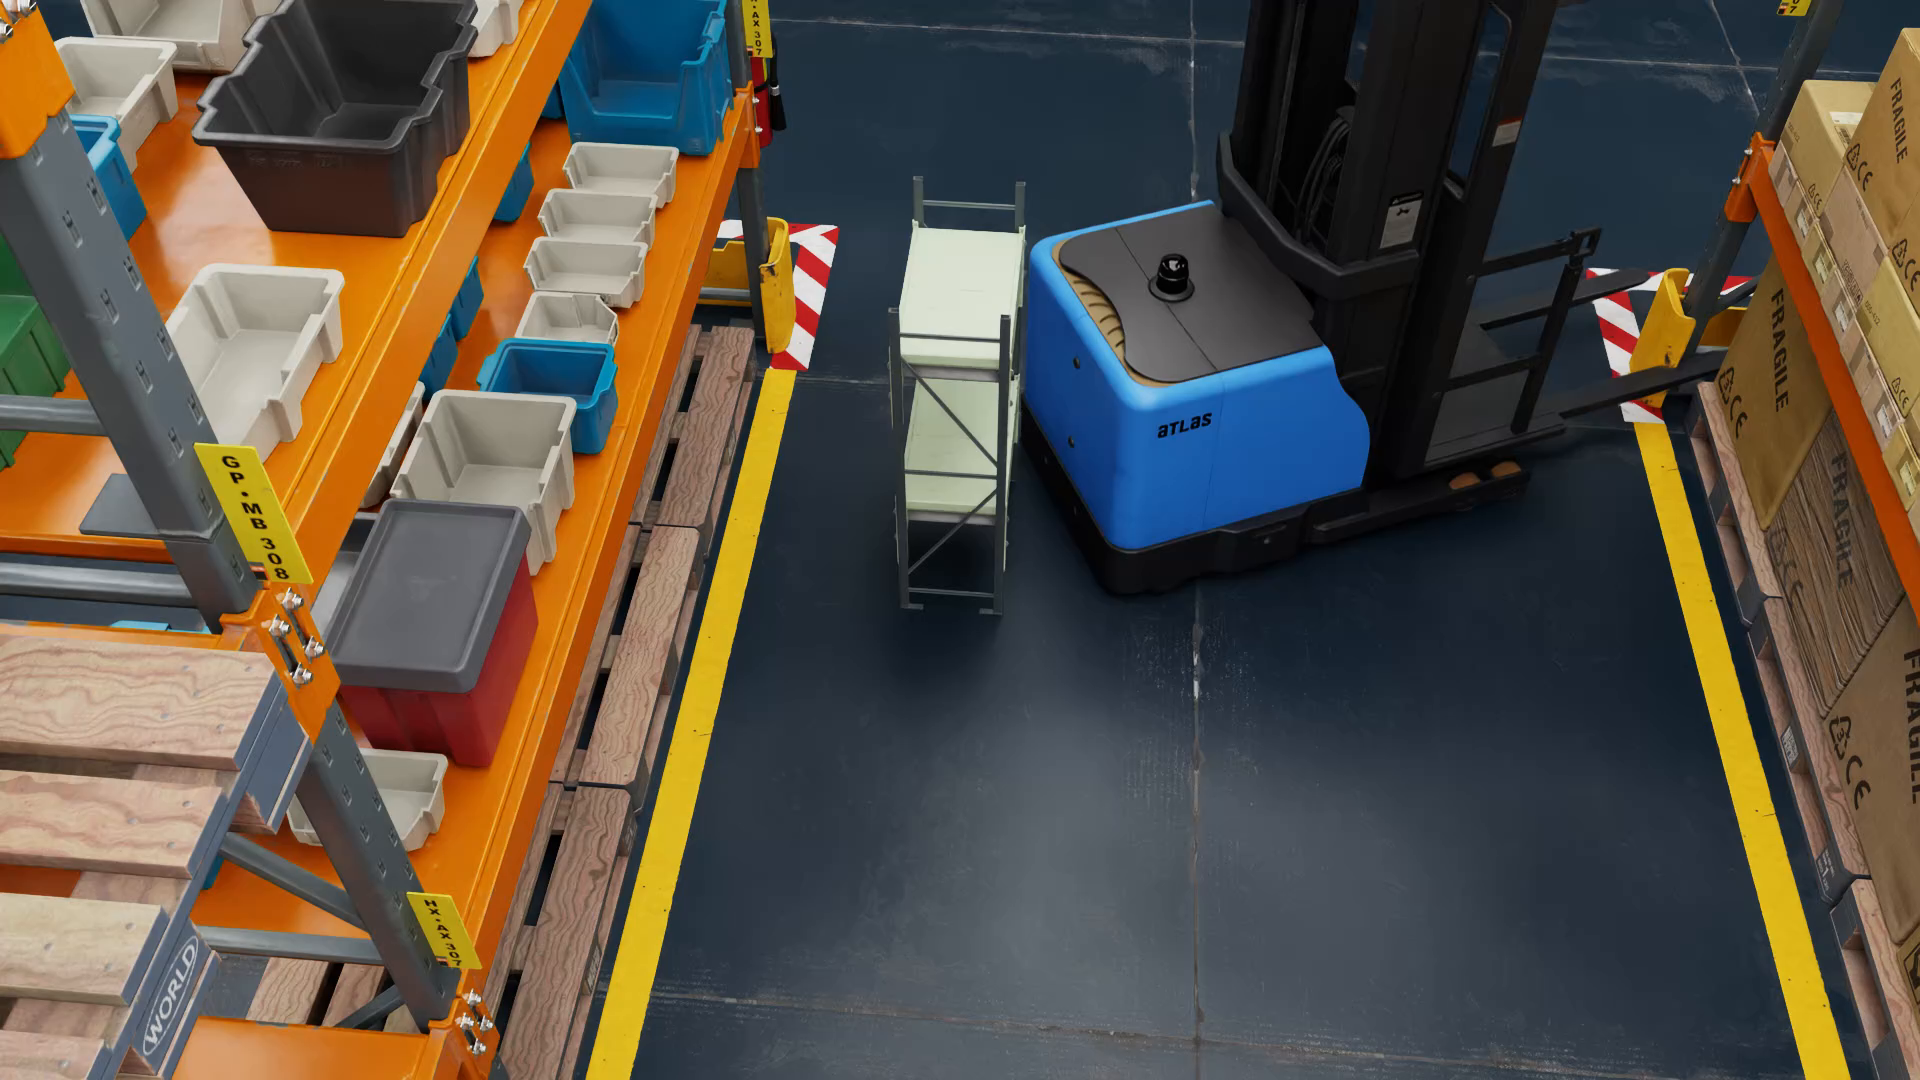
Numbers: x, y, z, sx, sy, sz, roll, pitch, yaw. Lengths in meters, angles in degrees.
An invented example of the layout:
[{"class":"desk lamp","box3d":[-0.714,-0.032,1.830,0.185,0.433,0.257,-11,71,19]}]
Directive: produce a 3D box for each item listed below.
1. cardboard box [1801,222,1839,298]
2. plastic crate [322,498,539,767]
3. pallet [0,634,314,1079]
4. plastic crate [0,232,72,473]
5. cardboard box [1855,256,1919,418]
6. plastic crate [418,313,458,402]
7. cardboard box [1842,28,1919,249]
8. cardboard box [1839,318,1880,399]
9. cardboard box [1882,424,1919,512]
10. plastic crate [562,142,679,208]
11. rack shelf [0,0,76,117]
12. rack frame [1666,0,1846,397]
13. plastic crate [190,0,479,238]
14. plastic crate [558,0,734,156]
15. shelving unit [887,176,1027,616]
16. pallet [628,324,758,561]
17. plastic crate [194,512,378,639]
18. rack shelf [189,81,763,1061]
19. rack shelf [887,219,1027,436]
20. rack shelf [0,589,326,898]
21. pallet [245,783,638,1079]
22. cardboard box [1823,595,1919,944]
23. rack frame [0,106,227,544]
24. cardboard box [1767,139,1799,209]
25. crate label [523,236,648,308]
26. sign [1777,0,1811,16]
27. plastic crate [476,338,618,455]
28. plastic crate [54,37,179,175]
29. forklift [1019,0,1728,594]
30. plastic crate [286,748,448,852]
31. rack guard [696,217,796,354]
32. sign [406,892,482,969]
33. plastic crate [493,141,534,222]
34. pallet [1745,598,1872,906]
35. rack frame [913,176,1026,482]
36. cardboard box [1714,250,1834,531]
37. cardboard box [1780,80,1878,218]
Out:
[{"class":"cardboard box","box3d":[3.183,-0.968,5.799,0.380,0.149,0.250,3,48,3]},{"class":"plastic crate","box3d":[-1.377,0.257,4.424,0.402,0.464,0.583,4,48,4]},{"class":"pallet","box3d":[-1.682,0.572,2.315,1.213,0.211,1.003,4,48,4]},{"class":"plastic crate","box3d":[-1.970,-0.334,3.160,0.450,0.188,0.662,4,48,4]},{"class":"cardboard box","box3d":[3.186,-0.632,5.221,0.500,0.250,0.500,2,48,2]},{"class":"plastic crate","box3d":[-1.841,-0.617,5.381,0.416,0.233,0.300,4,48,4]},{"class":"cardboard box","box3d":[3.231,-1.269,5.296,0.500,0.500,0.500,3,48,3]},{"class":"cardboard box","box3d":[3.136,-0.589,5.452,0.380,0.149,0.250,3,48,3]},{"class":"cardboard box","box3d":[3.089,-0.214,5.109,0.380,0.149,0.250,3,48,3]},{"class":"plastic crate","box3d":[-1.237,-1.321,6.089,0.396,0.136,0.243,4,48,4]},{"class":"rack shelf","box3d":[-1.526,-2.178,3.429,1.077,0.370,4.000,4,48,4]},{"class":"rack frame","box3d":[3.589,-1.668,6.269,1.000,3.000,0.127,4,48,4]},{"class":"plastic crate","box3d":[-1.322,-0.924,3.644,0.497,0.269,0.590,4,48,4]},{"class":"plastic crate","box3d":[-1.188,-1.775,6.302,0.616,0.435,0.499,4,48,4]},{"class":"shelving unit","box3d":[-0.001,-0.501,6.218,0.431,1.500,0.755,4,48,4]},{"class":"pallet","box3d":[-1.457,-0.457,7.050,1.003,0.211,1.213,4,48,4]},{"class":"plastic crate","box3d":[-1.873,0.170,4.733,0.437,0.125,0.590,4,48,4]},{"class":"rack shelf","box3d":[-1.526,-0.289,5.495,1.077,0.370,4.000,4,48,4]},{"class":"rack shelf","box3d":[-0.001,-0.765,5.930,0.431,0.370,0.720,4,48,4]},{"class":"rack shelf","box3d":[-1.890,1.638,1.699,1.077,0.370,4.000,4,48,4]},{"class":"pallet","box3d":[-1.679,1.336,5.411,1.003,0.211,1.213,4,48,4]},{"class":"cardboard box","box3d":[3.446,0.706,5.253,0.875,0.875,0.875,4,48,4]},{"class":"rack frame","box3d":[-1.708,-1.086,1.671,1.000,3.000,0.127,4,48,4]},{"class":"cardboard box","box3d":[3.228,-1.345,6.143,0.380,0.149,0.250,4,48,4]},{"class":"crate label","box3d":[-1.279,-0.903,5.707,0.396,0.136,0.243,4,48,4]},{"class":"sign","box3d":[3.037,-2.029,5.958,0.100,0.325,0.005,4,48,4]},{"class":"plastic crate","box3d":[-1.275,-0.438,5.217,0.416,0.233,0.300,4,48,4]},{"class":"plastic crate","box3d":[-1.971,-0.945,3.754,0.293,0.136,0.466,4,48,4]},{"class":"forklift","box3d":[1.825,-1.459,6.124,3.031,2.935,1.130,-15,49,-14]},{"class":"plastic crate","box3d":[-1.523,0.675,4.264,0.396,0.136,0.243,4,48,4]},{"class":"rack guard","box3d":[-1.354,-1.176,7.513,1.175,0.500,0.348,4,48,4]},{"class":"sign","box3d":[-1.160,0.883,3.748,0.100,0.325,0.005,4,48,4]},{"class":"plastic crate","box3d":[-1.754,-1.322,6.025,0.416,0.233,0.300,4,48,4]},{"class":"pallet","box3d":[3.480,0.760,5.938,1.003,0.211,1.213,4,48,4]},{"class":"rack frame","box3d":[0.033,-0.770,6.464,0.400,1.500,0.023,4,48,4]},{"class":"cardboard box","box3d":[3.610,-0.617,6.463,0.875,0.875,0.875,4,48,4]},{"class":"cardboard box","box3d":[3.276,-1.383,5.908,0.500,0.250,0.500,3,48,2]}]
